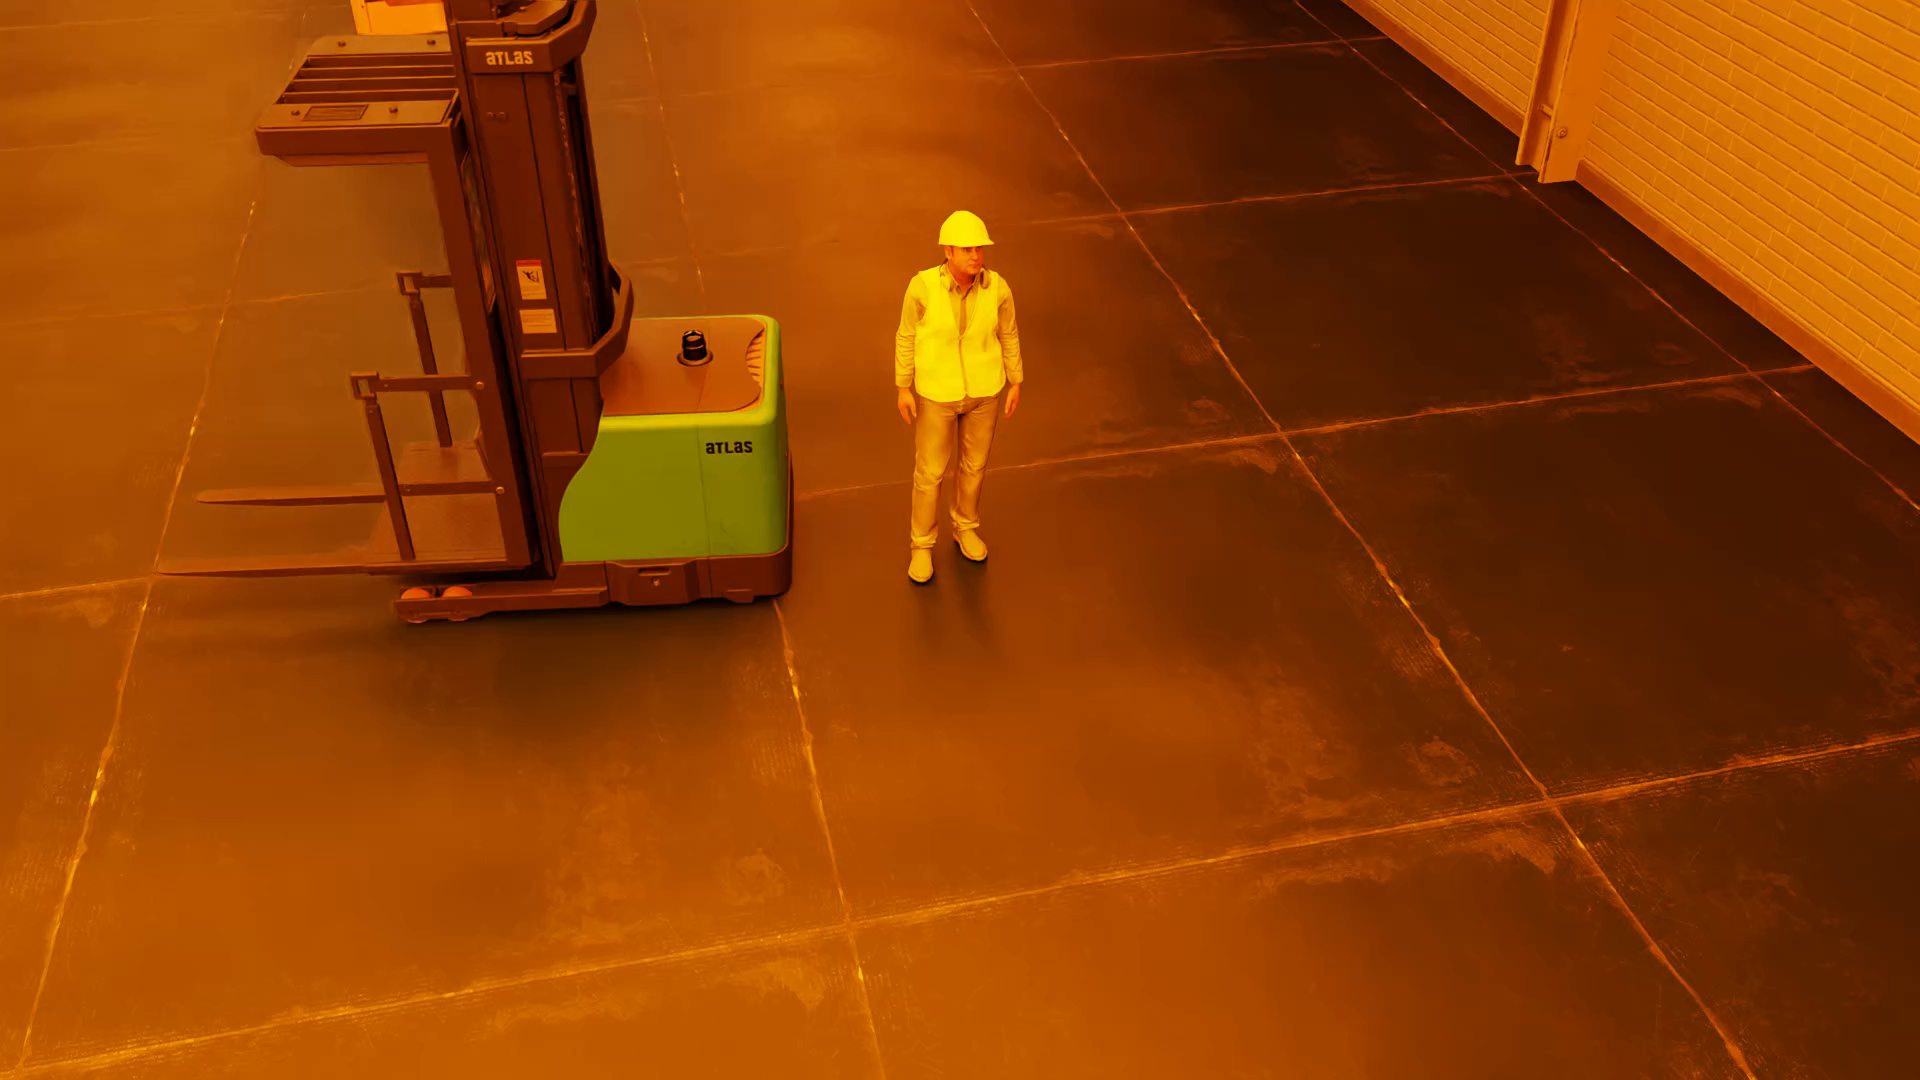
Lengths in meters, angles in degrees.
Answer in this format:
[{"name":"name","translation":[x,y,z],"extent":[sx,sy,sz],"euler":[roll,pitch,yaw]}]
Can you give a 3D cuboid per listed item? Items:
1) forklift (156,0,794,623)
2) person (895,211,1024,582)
[{"name":"forklift","translation":[-2.366,-1.111,7.595],"extent":[3.031,2.935,1.130],"euler":[-2,36,-3]},{"name":"person","translation":[0.007,-0.689,7.986],"extent":[0.634,1.775,0.566],"euler":[-8,36,-11]}]
